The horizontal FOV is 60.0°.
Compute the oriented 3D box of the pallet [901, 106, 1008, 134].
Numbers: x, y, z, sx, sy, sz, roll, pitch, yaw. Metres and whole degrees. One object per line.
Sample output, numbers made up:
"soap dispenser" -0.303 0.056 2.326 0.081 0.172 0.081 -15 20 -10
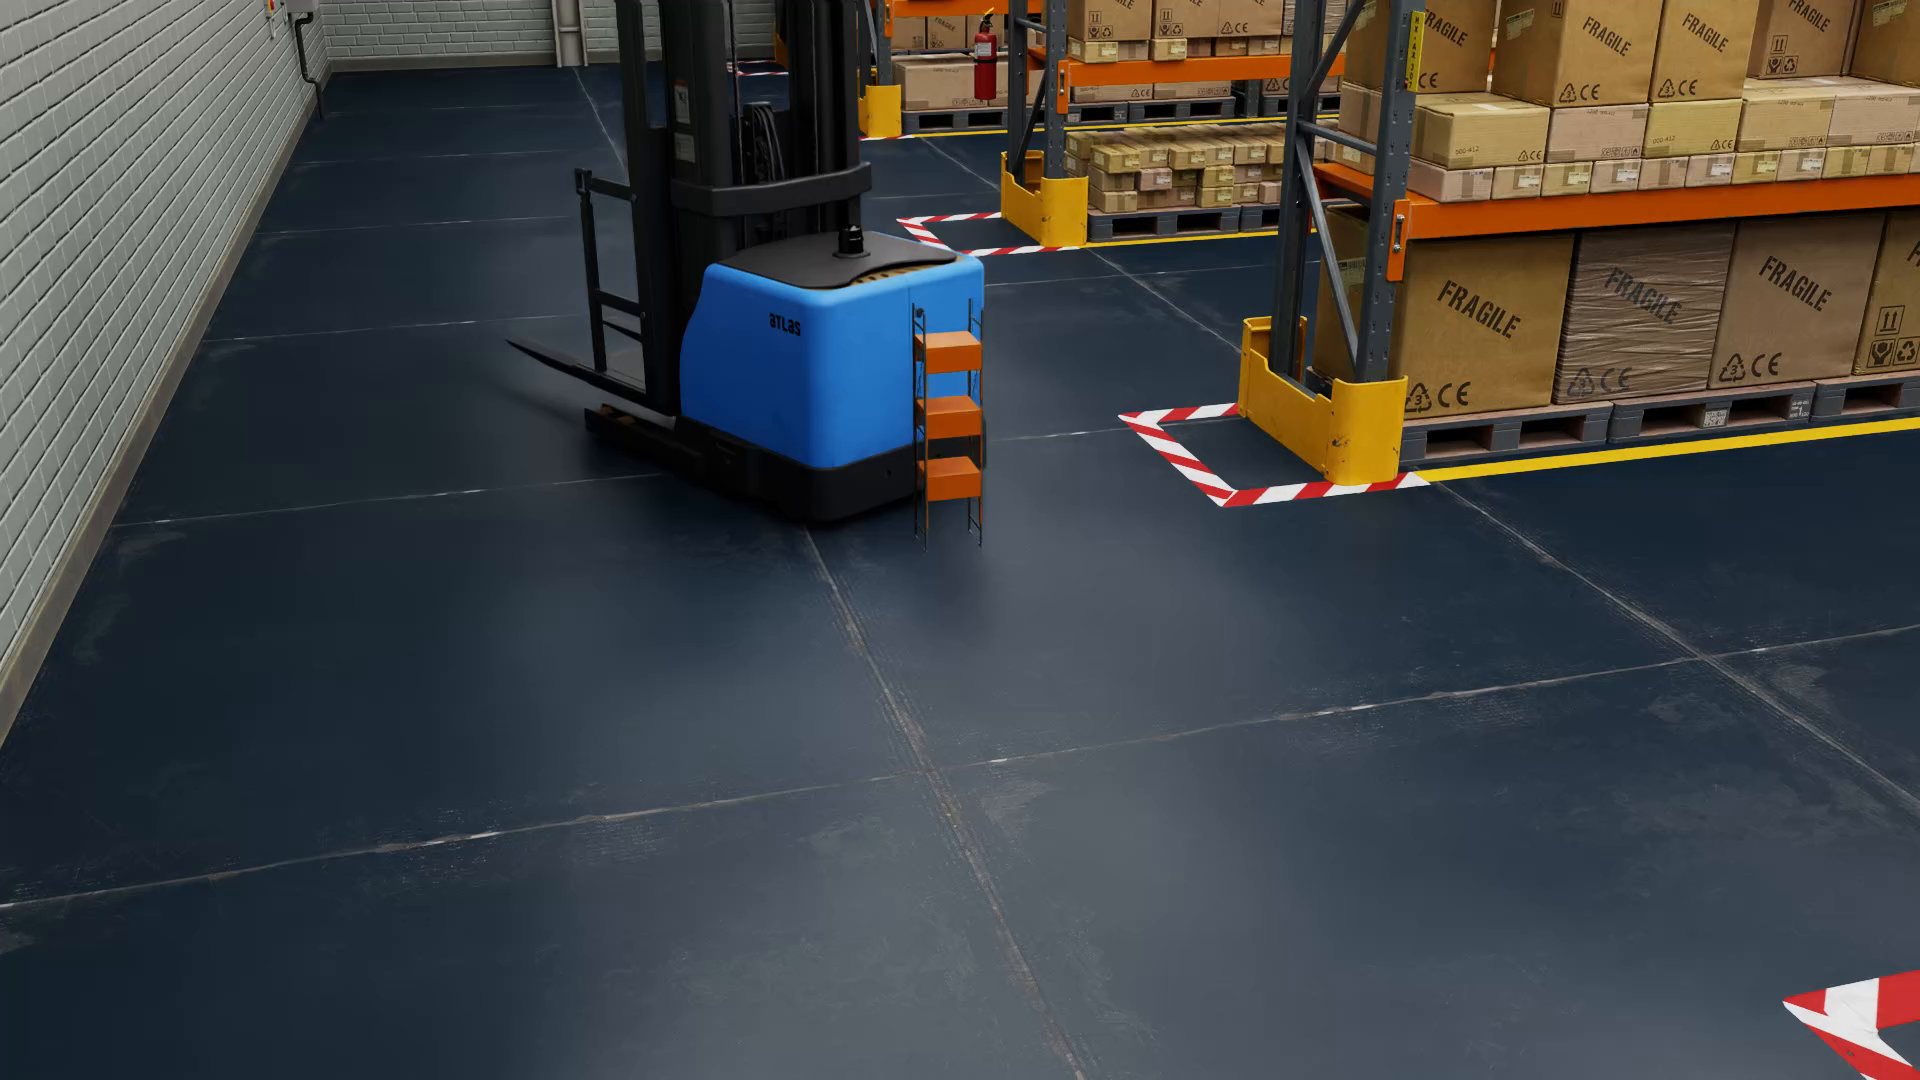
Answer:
"pallet" -0.124 -4.465 17.389 1.213 0.211 1.003 -6 24 -14

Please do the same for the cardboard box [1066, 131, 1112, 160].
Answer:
"cardboard box" 1.002 -3.072 12.934 0.250 0.149 0.380 -6 24 -14

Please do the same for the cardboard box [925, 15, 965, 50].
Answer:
"cardboard box" -0.234 -6.684 21.661 0.500 0.500 0.500 -6 24 -13

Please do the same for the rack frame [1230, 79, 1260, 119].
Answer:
"rack frame" 2.978 -6.058 17.564 0.127 3.000 1.000 -6 24 -14

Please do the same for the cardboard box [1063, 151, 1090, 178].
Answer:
"cardboard box" 0.992 -2.947 13.020 0.250 0.149 0.380 -7 24 -16

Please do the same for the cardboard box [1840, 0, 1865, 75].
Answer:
"cardboard box" 4.649 -2.704 8.610 0.500 0.500 0.500 -6 24 -14

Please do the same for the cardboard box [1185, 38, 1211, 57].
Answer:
"cardboard box" 1.682 -3.689 12.361 0.250 0.149 0.380 -5 24 -12

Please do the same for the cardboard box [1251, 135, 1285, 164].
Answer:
"cardboard box" 2.419 -2.994 12.752 0.250 0.149 0.380 -6 24 -14

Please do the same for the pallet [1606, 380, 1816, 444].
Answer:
"pallet" 3.725 -0.831 8.920 1.213 0.211 1.003 -6 24 -14

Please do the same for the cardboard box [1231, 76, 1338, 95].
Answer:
"cardboard box" 3.553 -5.371 18.125 0.875 0.875 0.875 -6 24 -13

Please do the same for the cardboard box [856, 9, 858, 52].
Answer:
"cardboard box" -1.603 -6.591 21.439 0.637 0.503 0.797 -7 24 -16

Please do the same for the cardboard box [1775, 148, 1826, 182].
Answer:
"cardboard box" 3.967 -1.859 8.098 0.250 0.149 0.380 -6 24 -14

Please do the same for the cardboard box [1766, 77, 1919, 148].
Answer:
"cardboard box" 4.312 -2.106 8.167 0.500 0.250 0.500 -6 24 -13

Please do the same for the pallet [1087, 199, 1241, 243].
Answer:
"pallet" 1.426 -2.563 12.955 1.213 0.211 1.003 -6 24 -14

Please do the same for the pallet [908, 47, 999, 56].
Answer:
"pallet" -0.205 -6.456 22.029 1.213 0.211 1.003 -6 24 -14

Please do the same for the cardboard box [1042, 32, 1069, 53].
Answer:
"cardboard box" 0.799 -3.790 12.597 0.250 0.149 0.380 -6 24 -14

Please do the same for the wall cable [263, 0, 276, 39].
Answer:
"wall cable" -6.296 -5.504 14.944 0.123 1.953 0.585 -6 24 -14

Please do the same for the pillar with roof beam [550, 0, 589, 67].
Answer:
"pillar with roof beam" -3.894 -8.693 16.098 0.400 9.000 9.100 -6 24 -14

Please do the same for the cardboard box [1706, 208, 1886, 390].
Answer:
"cardboard box" 4.131 -1.376 8.815 0.875 0.875 0.875 -6 24 -14

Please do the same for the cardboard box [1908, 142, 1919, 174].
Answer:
"cardboard box" 4.707 -1.941 8.288 0.250 0.149 0.380 -6 24 -13

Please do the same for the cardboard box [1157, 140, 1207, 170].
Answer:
"cardboard box" 1.668 -2.900 12.532 0.250 0.149 0.380 -6 24 -15

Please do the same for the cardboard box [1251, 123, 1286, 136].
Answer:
"cardboard box" 2.513 -3.231 13.304 0.250 0.149 0.380 -6 24 -14

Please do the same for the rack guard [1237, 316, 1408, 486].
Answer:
"rack guard" 1.781 -0.718 8.289 0.348 0.500 1.175 -6 24 -14

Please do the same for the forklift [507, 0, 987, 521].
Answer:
"forklift" -1.253 -1.922 8.012 1.130 2.935 3.031 -21 31 -39

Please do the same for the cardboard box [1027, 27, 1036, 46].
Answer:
"cardboard box" 0.833 -6.670 21.924 0.258 0.266 0.396 -5 24 -12

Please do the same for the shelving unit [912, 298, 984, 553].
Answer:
"shelving unit" -0.052 -0.477 7.030 0.252 1.050 0.215 -6 24 -14

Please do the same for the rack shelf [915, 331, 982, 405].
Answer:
"rack shelf" -0.052 -0.728 6.922 0.240 0.259 0.215 -6 24 -14

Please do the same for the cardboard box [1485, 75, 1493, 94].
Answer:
"cardboard box" 2.687 -2.143 8.254 0.500 0.250 0.500 -7 24 -15

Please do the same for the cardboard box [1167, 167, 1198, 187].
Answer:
"cardboard box" 1.626 -2.809 12.697 0.250 0.149 0.380 -6 24 -14

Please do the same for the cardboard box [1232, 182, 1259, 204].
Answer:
"cardboard box" 2.115 -2.717 12.862 0.250 0.149 0.380 -6 24 -14

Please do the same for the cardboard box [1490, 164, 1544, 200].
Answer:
"cardboard box" 2.481 -1.694 7.713 0.250 0.149 0.380 -7 24 -15

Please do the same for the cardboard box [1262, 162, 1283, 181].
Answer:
"cardboard box" 2.382 -2.904 12.918 0.250 0.149 0.380 -5 24 -12

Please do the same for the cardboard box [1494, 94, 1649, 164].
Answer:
"cardboard box" 2.838 -1.944 7.789 0.500 0.250 0.500 -7 24 -15

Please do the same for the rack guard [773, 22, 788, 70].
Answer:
"rack guard" -2.144 -6.375 21.474 0.348 0.500 1.175 -6 24 -14

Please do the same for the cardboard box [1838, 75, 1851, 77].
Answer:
"cardboard box" 4.652 -2.361 8.763 0.500 0.250 0.500 -6 24 -15

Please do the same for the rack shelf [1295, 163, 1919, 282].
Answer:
"rack shelf" 3.729 -1.752 8.441 4.000 0.370 1.077 -6 24 -14

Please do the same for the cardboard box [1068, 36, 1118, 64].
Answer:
"cardboard box" 0.962 -3.558 12.056 0.250 0.149 0.380 -7 24 -15

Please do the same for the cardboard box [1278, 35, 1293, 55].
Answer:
"cardboard box" 2.450 -3.743 12.489 0.250 0.149 0.380 -5 24 -12

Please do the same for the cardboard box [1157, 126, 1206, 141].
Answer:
"cardboard box" 1.741 -3.156 13.130 0.250 0.149 0.380 -7 24 -16

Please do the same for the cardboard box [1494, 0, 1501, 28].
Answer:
"cardboard box" 4.023 -4.213 12.761 0.500 0.500 0.500 -6 24 -14

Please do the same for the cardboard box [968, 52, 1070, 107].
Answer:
"cardboard box" 0.614 -4.856 17.480 0.875 0.438 0.875 -6 24 -13

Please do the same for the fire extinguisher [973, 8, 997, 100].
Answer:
"fire extinguisher" 0.194 -3.705 12.651 0.183 0.674 0.296 -6 24 -14

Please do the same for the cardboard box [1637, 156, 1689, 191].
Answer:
"cardboard box" 3.224 -1.777 7.905 0.250 0.149 0.380 -7 24 -15

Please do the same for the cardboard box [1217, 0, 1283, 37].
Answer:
"cardboard box" 2.052 -4.003 12.271 0.500 0.500 0.500 -6 24 -14

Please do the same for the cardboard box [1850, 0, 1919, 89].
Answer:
"cardboard box" 4.801 -2.506 8.147 0.500 0.500 0.500 -6 24 -14

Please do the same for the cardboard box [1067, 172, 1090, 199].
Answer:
"cardboard box" 1.012 -2.781 13.011 0.250 0.149 0.380 -6 24 -13

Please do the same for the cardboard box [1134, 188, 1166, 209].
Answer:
"cardboard box" 1.382 -2.639 12.680 0.250 0.149 0.380 -6 24 -15
